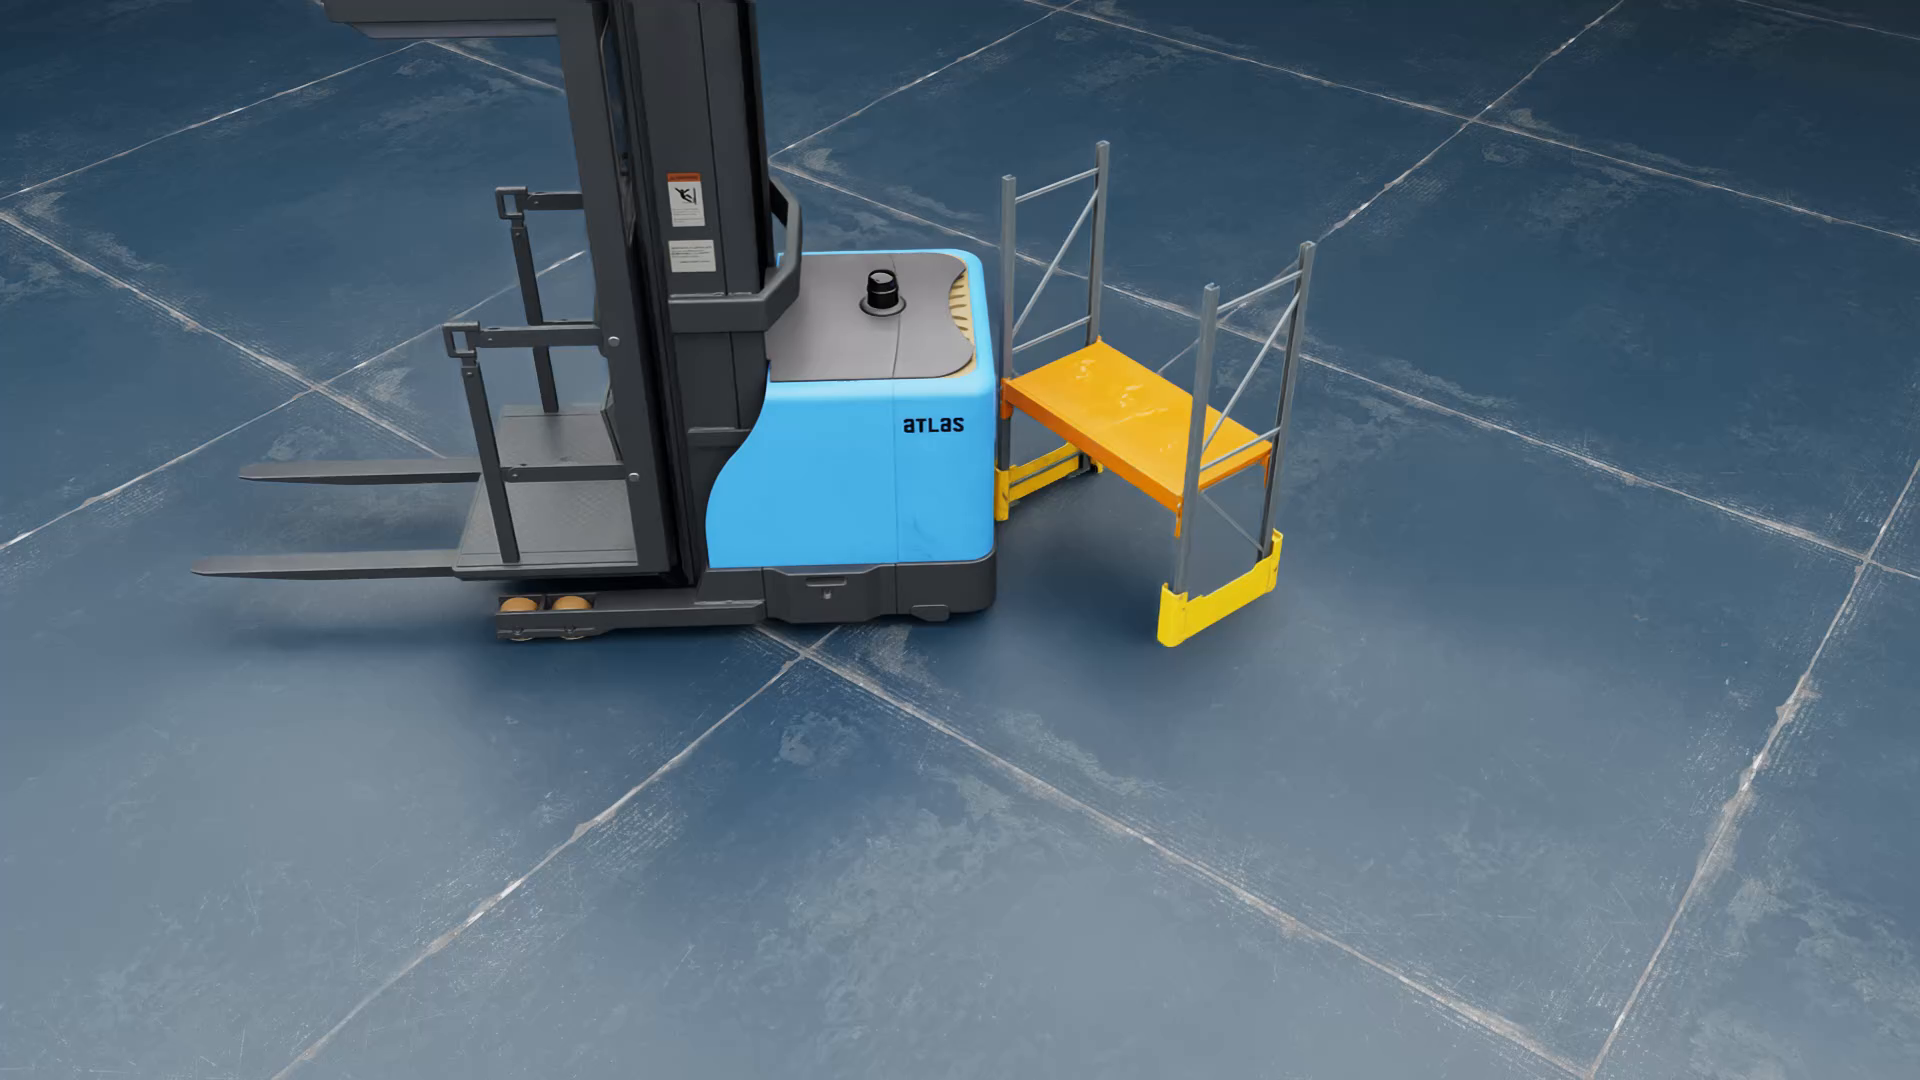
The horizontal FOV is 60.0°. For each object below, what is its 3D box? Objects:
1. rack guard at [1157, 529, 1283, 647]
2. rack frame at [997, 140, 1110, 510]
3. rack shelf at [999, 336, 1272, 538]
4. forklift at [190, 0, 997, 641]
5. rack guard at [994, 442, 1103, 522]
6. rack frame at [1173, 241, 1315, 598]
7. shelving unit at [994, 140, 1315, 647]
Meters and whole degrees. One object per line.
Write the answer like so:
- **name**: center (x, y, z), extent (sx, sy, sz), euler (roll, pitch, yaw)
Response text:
- **rack guard**: center (0.990, 0.177, 6.321), extent (0.587, 0.250, 0.087), euler (-26, 45, -29)
- **rack frame**: center (0.355, -0.804, 6.560), extent (0.500, 1.500, 0.032), euler (-26, 45, -29)
- **rack shelf**: center (0.673, -0.417, 6.358), extent (0.538, 0.185, 1.000), euler (-26, 45, -29)
- **forklift**: center (-1.395, -1.108, 5.788), extent (3.031, 2.935, 1.130), euler (-2, 38, -2)
- **rack guard**: center (0.367, -0.302, 6.933), extent (0.587, 0.250, 0.087), euler (-26, 45, -29)
- **rack frame**: center (0.991, -0.315, 5.935), extent (0.500, 1.500, 0.032), euler (-26, 45, -29)
- **shelving unit**: center (0.678, -0.555, 6.242), extent (0.587, 1.500, 1.083), euler (-26, 45, -29)
